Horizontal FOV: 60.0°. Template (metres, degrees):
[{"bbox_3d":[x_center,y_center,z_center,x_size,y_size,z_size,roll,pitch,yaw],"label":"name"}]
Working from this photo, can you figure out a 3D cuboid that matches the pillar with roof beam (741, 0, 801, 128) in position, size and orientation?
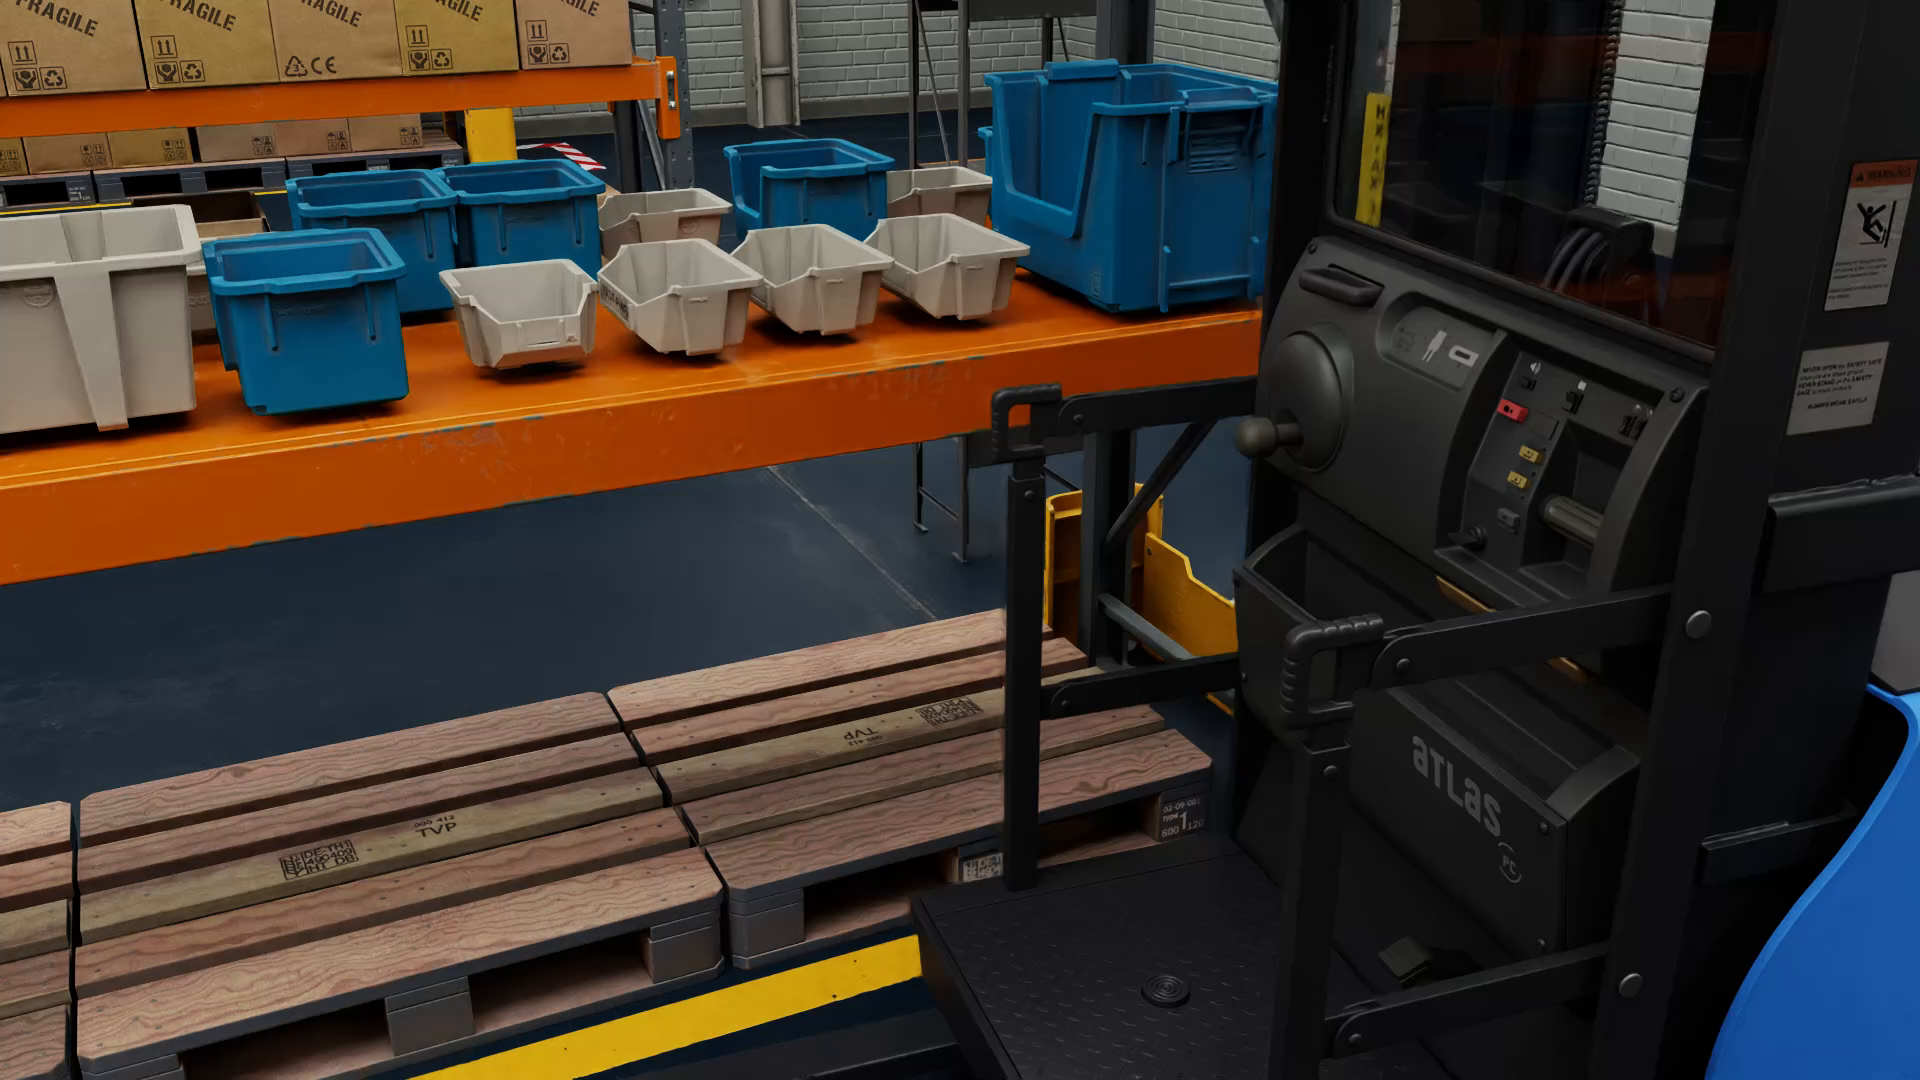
[{"bbox_3d":[0.239,-6.309,9.226,0.400,9.000,9.100,-10,25,-24],"label":"pillar with roof beam"}]

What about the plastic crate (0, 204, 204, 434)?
[{"bbox_3d":[-1.538,-0.360,2.774,0.530,0.282,0.437,-10,25,-24],"label":"plastic crate"}]

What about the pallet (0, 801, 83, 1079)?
[{"bbox_3d":[-2.348,0.956,3.165,1.213,0.211,1.003,-10,25,-24],"label":"pallet"}]

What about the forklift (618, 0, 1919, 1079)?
[{"bbox_3d":[0.528,-0.211,2.427,3.031,2.935,1.130,-8,24,-18],"label":"forklift"}]

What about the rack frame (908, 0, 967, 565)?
[{"bbox_3d":[-0.071,-0.957,5.317,0.015,2.100,0.400,-10,25,-24],"label":"rack frame"}]

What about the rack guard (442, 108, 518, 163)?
[{"bbox_3d":[-3.665,-3.124,12.643,0.348,0.500,1.175,-10,25,-24],"label":"rack guard"}]

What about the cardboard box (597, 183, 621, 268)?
[{"bbox_3d":[-1.918,-1.442,8.004,0.500,0.500,0.500,-10,25,-24],"label":"cardboard box"}]

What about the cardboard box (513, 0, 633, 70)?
[{"bbox_3d":[-1.820,-2.446,7.608,0.500,0.500,0.500,-10,24,-22],"label":"cardboard box"}]

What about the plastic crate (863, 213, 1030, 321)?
[{"bbox_3d":[-0.046,-0.569,3.469,0.243,0.136,0.396,-10,25,-24],"label":"plastic crate"}]

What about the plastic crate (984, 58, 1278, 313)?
[{"bbox_3d":[0.390,-0.785,3.599,0.499,0.435,0.616,-10,25,-24],"label":"plastic crate"}]

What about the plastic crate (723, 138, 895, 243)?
[{"bbox_3d":[-0.348,-0.774,3.839,0.300,0.233,0.416,-10,25,-24],"label":"plastic crate"}]

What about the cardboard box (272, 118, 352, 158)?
[{"bbox_3d":[-4.724,-3.080,11.989,0.500,0.500,0.700,-11,25,-24],"label":"cardboard box"}]

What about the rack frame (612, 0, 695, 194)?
[{"bbox_3d":[-1.534,-2.568,8.033,0.127,3.000,1.000,-10,25,-24],"label":"rack frame"}]

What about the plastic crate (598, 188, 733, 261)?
[{"bbox_3d":[-0.691,-0.702,3.790,0.298,0.136,0.250,-10,25,-24],"label":"plastic crate"}]

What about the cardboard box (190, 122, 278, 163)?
[{"bbox_3d":[-5.177,-2.997,11.787,0.500,0.500,0.700,-11,25,-25],"label":"cardboard box"}]

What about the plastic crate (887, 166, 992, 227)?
[{"bbox_3d":[-0.080,-0.814,4.062,0.298,0.136,0.250,-10,25,-24],"label":"plastic crate"}]

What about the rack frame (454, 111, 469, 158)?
[{"bbox_3d":[-3.686,-4.275,12.155,0.127,3.000,1.000,-10,25,-24],"label":"rack frame"}]

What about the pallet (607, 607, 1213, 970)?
[{"bbox_3d":[-0.149,0.551,4.143,1.213,0.211,1.003,-10,25,-24],"label":"pallet"}]

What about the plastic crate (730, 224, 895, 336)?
[{"bbox_3d":[-0.313,-0.526,3.365,0.243,0.136,0.396,-10,25,-24],"label":"plastic crate"}]

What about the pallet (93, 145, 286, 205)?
[{"bbox_3d":[-5.470,-2.626,11.818,1.213,0.211,1.003,-10,25,-24],"label":"pallet"}]

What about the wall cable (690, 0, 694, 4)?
[{"bbox_3d":[-2.943,-5.283,13.262,1.851,1.984,0.084,-10,25,-24],"label":"wall cable"}]

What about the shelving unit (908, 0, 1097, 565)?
[{"bbox_3d":[0.149,-0.998,5.415,0.503,2.100,0.431,-10,25,-24],"label":"shelving unit"}]

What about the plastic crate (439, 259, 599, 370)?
[{"bbox_3d":[-0.812,-0.416,3.099,0.250,0.136,0.298,-10,25,-24],"label":"plastic crate"}]

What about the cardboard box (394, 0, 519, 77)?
[{"bbox_3d":[-2.286,-2.359,7.397,0.500,0.500,0.500,-10,25,-23],"label":"cardboard box"}]

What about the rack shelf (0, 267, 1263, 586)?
[{"bbox_3d":[-1.192,-0.197,3.243,4.000,0.370,1.077,-10,25,-24],"label":"rack shelf"}]

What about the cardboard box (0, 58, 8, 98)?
[{"bbox_3d":[-4.101,-2.028,6.596,0.500,0.500,0.500,-10,24,-23],"label":"cardboard box"}]

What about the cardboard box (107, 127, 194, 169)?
[{"bbox_3d":[-5.655,-2.906,11.567,0.500,0.500,0.700,-10,24,-22],"label":"cardboard box"}]

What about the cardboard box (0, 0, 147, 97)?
[{"bbox_3d":[-3.649,-2.110,6.795,0.500,0.500,0.500,-11,25,-24],"label":"cardboard box"}]

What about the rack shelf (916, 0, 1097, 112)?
[{"bbox_3d":[0.149,-1.632,5.152,0.480,0.518,0.431,-10,25,-24],"label":"rack shelf"}]

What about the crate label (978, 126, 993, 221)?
[{"bbox_3d":[0.245,-0.884,4.103,0.303,0.233,0.416,-10,25,-24],"label":"crate label"}]

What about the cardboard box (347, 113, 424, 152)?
[{"bbox_3d":[-4.274,-3.163,12.189,0.500,0.500,0.700,-10,25,-24],"label":"cardboard box"}]

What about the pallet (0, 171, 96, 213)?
[{"bbox_3d":[-6.571,-2.422,11.325,1.213,0.211,1.003,-10,25,-24],"label":"pallet"}]

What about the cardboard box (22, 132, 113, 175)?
[{"bbox_3d":[-6.118,-2.821,11.363,0.500,0.500,0.700,-11,25,-24],"label":"cardboard box"}]

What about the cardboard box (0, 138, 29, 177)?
[{"bbox_3d":[-6.572,-2.739,11.165,0.500,0.500,0.700,-10,25,-23],"label":"cardboard box"}]

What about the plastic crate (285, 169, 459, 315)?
[{"bbox_3d":[-1.212,-0.615,3.455,0.300,0.233,0.416,-10,25,-24],"label":"plastic crate"}]

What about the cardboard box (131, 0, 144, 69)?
[{"bbox_3d":[-3.874,-2.294,7.240,0.500,0.500,0.500,-10,24,-22],"label":"cardboard box"}]

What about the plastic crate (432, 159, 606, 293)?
[{"bbox_3d":[-0.941,-0.665,3.575,0.300,0.233,0.416,-10,25,-24],"label":"plastic crate"}]

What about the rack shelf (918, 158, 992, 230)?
[{"bbox_3d":[0.149,-0.985,5.420,0.480,0.518,0.431,-10,25,-24],"label":"rack shelf"}]

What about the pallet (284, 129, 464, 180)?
[{"bbox_3d":[-4.373,-2.827,12.303,1.213,0.211,1.003,-10,25,-24],"label":"pallet"}]

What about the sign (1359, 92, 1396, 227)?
[{"bbox_3d":[0.864,-0.749,3.425,0.005,0.325,0.100,-10,25,-24],"label":"sign"}]

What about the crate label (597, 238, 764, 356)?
[{"bbox_3d":[-0.554,-0.471,3.233,0.243,0.136,0.396,-10,25,-24],"label":"crate label"}]

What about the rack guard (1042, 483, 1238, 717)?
[{"bbox_3d":[0.627,0.286,4.406,0.348,0.500,1.175,-10,25,-24],"label":"rack guard"}]

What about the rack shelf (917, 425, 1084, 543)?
[{"bbox_3d":[0.149,-0.338,5.688,0.480,0.518,0.431,-10,25,-24],"label":"rack shelf"}]

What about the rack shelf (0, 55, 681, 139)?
[{"bbox_3d":[-3.337,-1.904,7.369,4.000,0.370,1.077,-10,25,-24],"label":"rack shelf"}]

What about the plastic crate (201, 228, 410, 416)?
[{"bbox_3d":[-1.129,-0.382,2.891,0.300,0.233,0.416,-10,25,-24],"label":"plastic crate"}]

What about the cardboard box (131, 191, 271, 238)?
[{"bbox_3d":[-3.448,-1.268,7.580,0.637,0.503,0.797,-10,25,-24],"label":"cardboard box"}]

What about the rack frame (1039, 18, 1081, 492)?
[{"bbox_3d":[0.369,-1.038,5.513,0.015,2.100,0.400,-10,25,-24],"label":"rack frame"}]

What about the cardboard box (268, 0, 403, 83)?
[{"bbox_3d":[-2.738,-2.278,7.201,0.500,0.500,0.500,-10,25,-23],"label":"cardboard box"}]

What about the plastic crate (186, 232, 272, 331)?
[{"bbox_3d":[-1.555,-0.496,3.291,0.466,0.136,0.293,-10,25,-24],"label":"plastic crate"}]

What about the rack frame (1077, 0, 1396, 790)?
[{"bbox_3d":[0.610,-0.861,3.907,0.127,3.000,1.000,-10,25,-24],"label":"rack frame"}]

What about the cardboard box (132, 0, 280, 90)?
[{"bbox_3d":[-3.192,-2.195,7.000,0.500,0.500,0.500,-11,25,-24],"label":"cardboard box"}]

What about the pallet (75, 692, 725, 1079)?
[{"bbox_3d":[-1.247,0.752,3.657,1.213,0.211,1.003,-10,25,-24],"label":"pallet"}]
